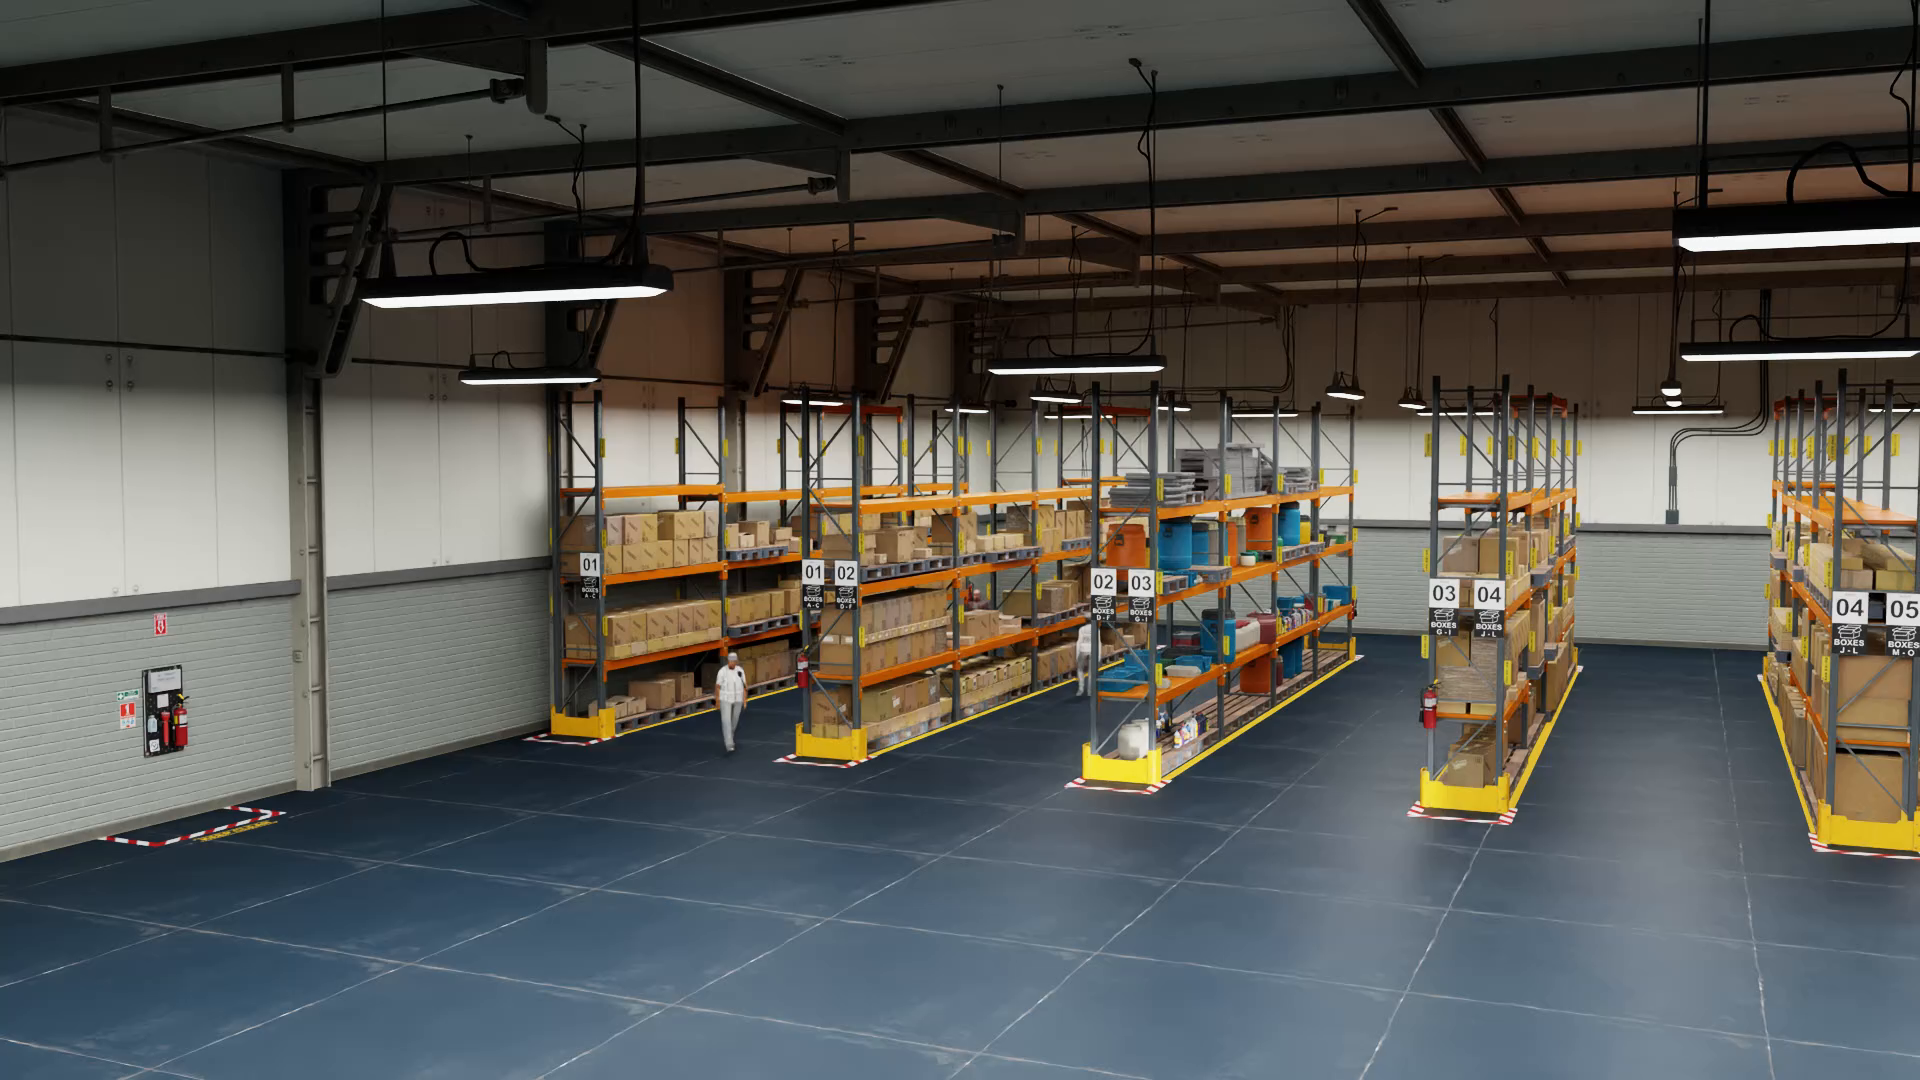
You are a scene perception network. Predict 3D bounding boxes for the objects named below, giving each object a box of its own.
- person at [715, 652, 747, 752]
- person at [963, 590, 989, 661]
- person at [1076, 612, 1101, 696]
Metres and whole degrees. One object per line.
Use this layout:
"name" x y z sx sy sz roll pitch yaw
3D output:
"person" -3.756 2.657 27.424 0.536 1.607 0.988 -2 4 -31
"person" 0.351 2.110 38.093 0.635 1.512 1.112 1 3 19
"person" 2.593 2.321 33.571 0.519 1.707 0.352 0 3 0
